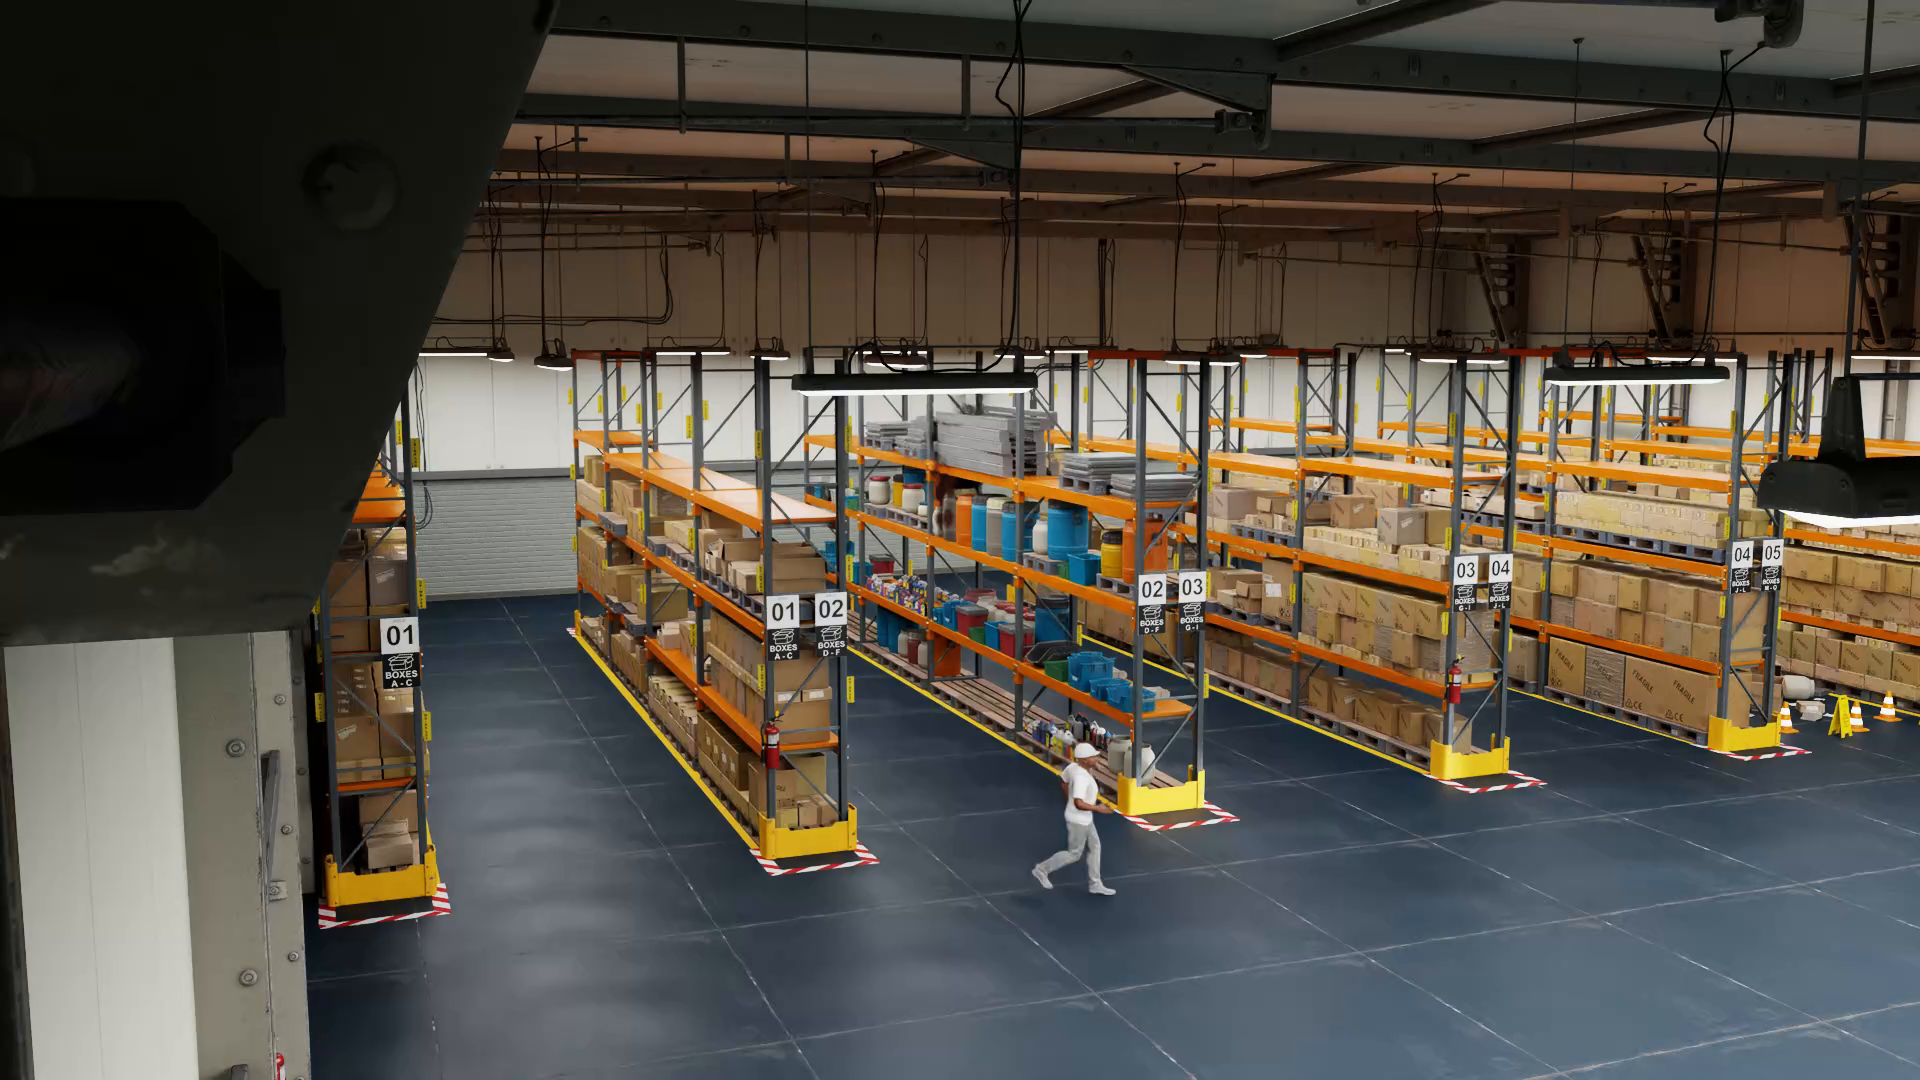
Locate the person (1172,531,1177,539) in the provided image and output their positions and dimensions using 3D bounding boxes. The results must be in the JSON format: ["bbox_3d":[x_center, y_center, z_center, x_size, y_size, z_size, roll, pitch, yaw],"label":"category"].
[{"bbox_3d":[5.265,0.406,41.368,0.626,1.648,0.754,-2,7,-13],"label":"person"}]

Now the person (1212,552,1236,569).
[{"bbox_3d":[6.686,0.279,41.877,0.780,1.770,0.687,-2,7,-19],"label":"person"}]

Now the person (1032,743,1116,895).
[{"bbox_3d":[1.287,3.142,18.681,0.954,1.755,0.682,0,7,4],"label":"person"}]
